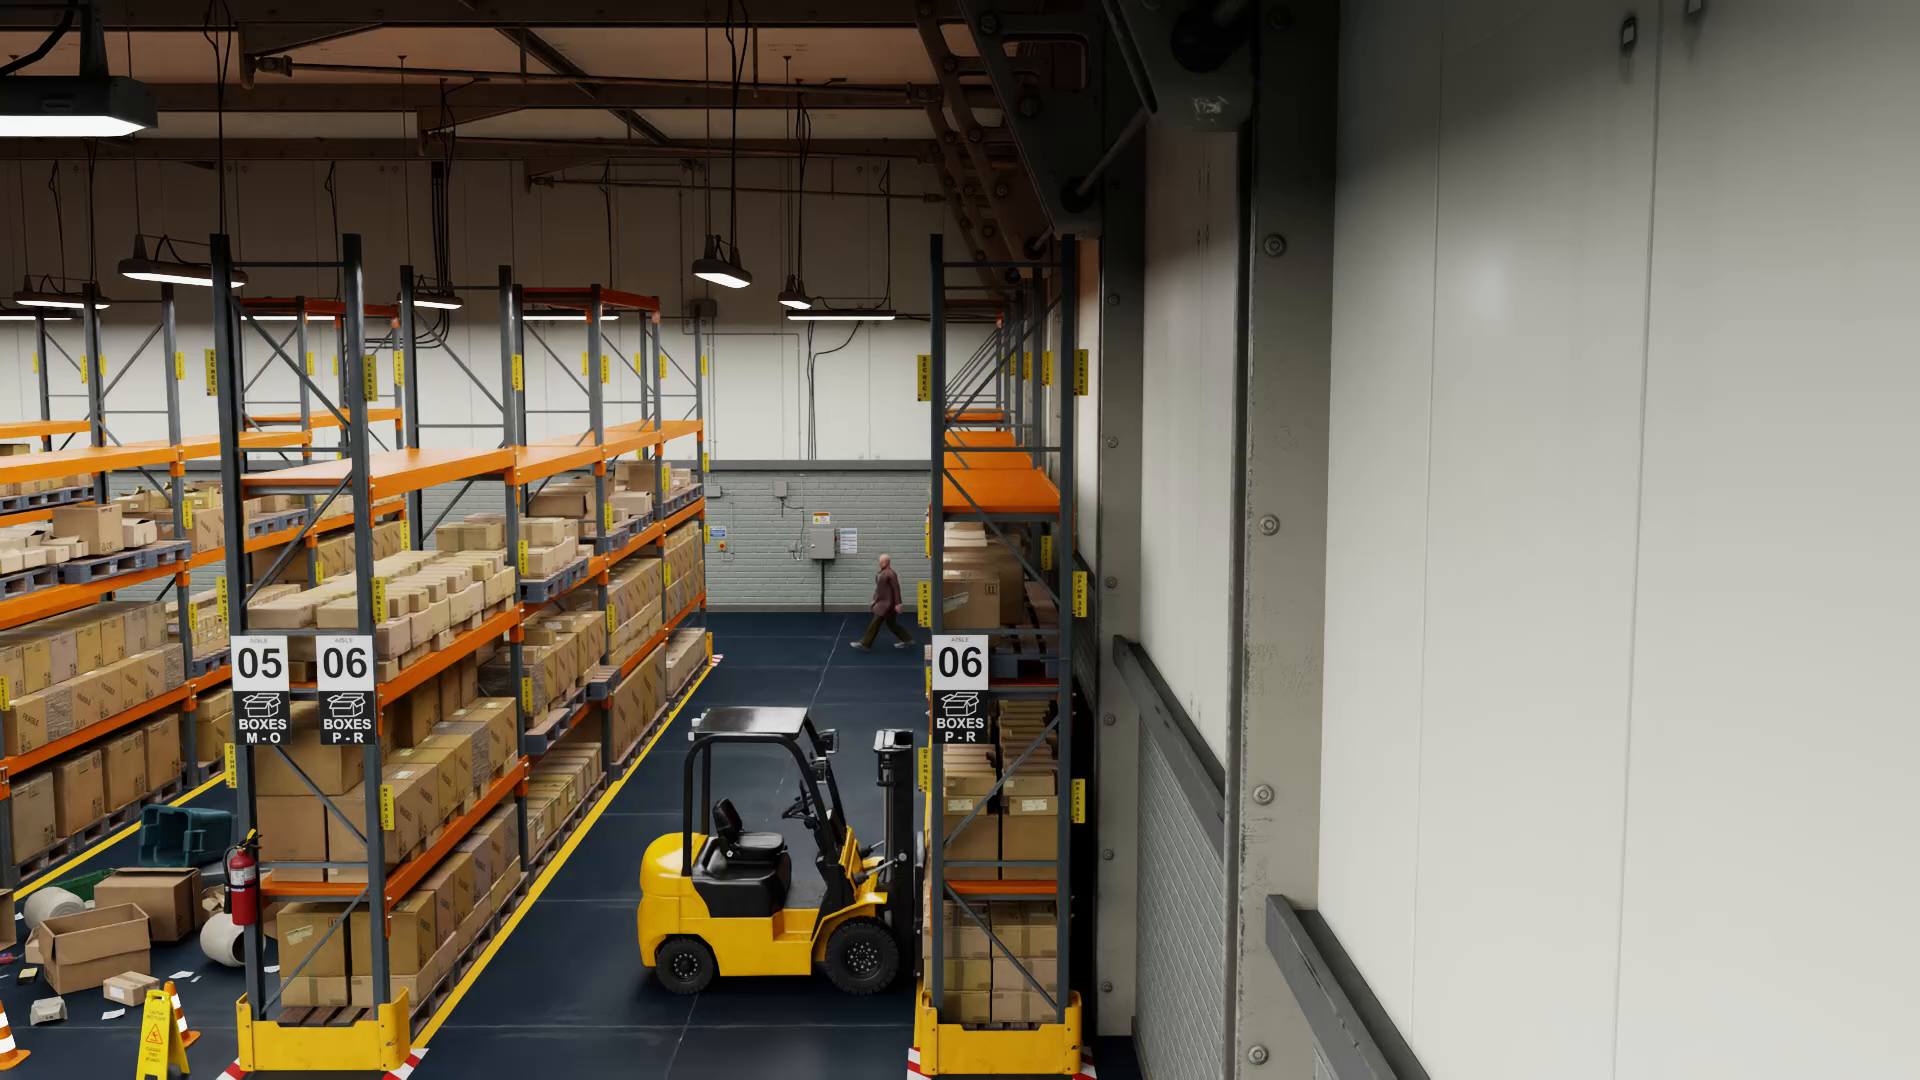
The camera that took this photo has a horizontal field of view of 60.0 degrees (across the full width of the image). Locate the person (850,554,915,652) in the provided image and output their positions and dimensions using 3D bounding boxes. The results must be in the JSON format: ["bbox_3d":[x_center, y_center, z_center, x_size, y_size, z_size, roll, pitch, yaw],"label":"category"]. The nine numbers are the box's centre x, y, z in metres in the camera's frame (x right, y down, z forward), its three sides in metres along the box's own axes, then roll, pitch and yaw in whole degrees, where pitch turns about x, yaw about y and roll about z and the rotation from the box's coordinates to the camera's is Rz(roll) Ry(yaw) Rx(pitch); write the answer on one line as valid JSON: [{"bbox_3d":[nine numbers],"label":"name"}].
[{"bbox_3d":[-1.360,1.095,29.173,1.197,1.702,0.562,-2,7,-16],"label":"person"}]
